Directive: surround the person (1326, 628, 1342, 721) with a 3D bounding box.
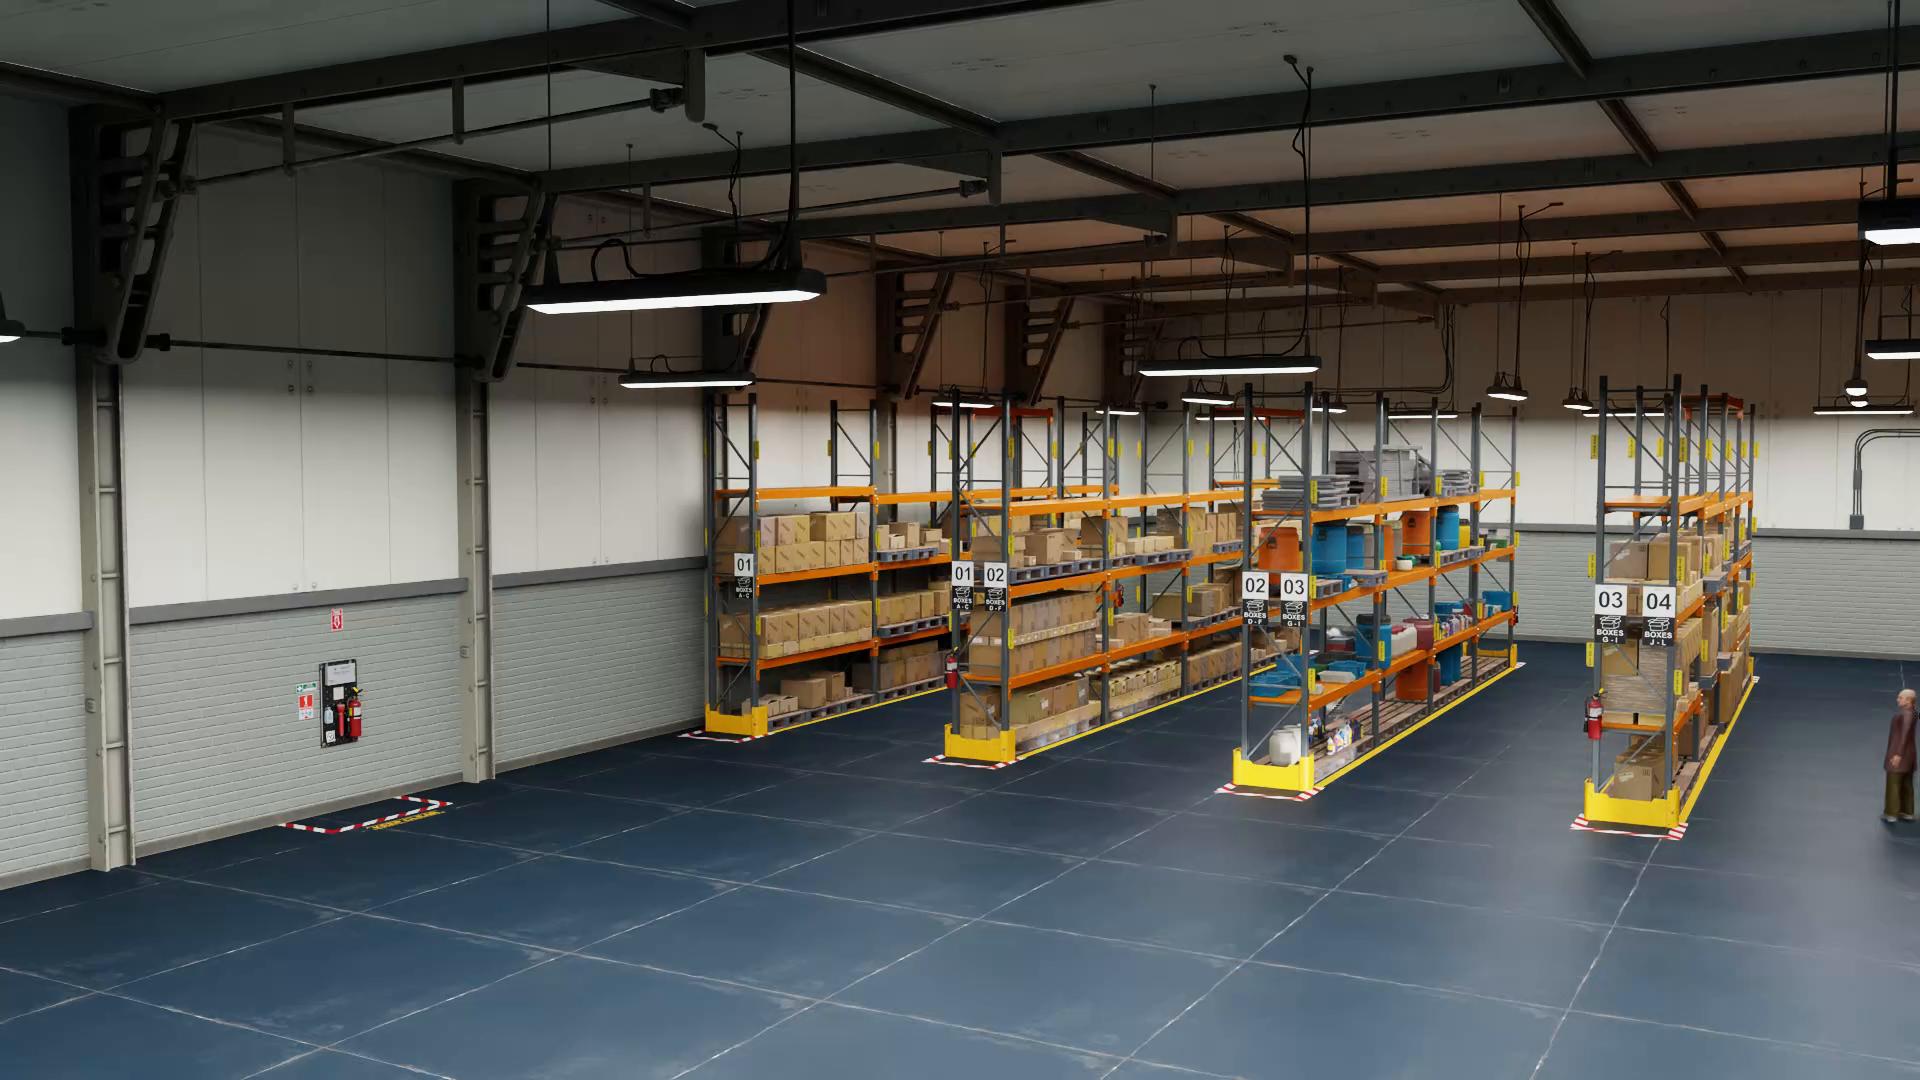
[{"bbox_3d":[6.776,2.478,30.404,0.625,1.742,1.063,-1,3,-21],"label":"person"}]

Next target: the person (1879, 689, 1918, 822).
[{"bbox_3d":[12.702,2.904,22.456,0.591,1.795,0.455,-2,4,-37],"label":"person"}]
